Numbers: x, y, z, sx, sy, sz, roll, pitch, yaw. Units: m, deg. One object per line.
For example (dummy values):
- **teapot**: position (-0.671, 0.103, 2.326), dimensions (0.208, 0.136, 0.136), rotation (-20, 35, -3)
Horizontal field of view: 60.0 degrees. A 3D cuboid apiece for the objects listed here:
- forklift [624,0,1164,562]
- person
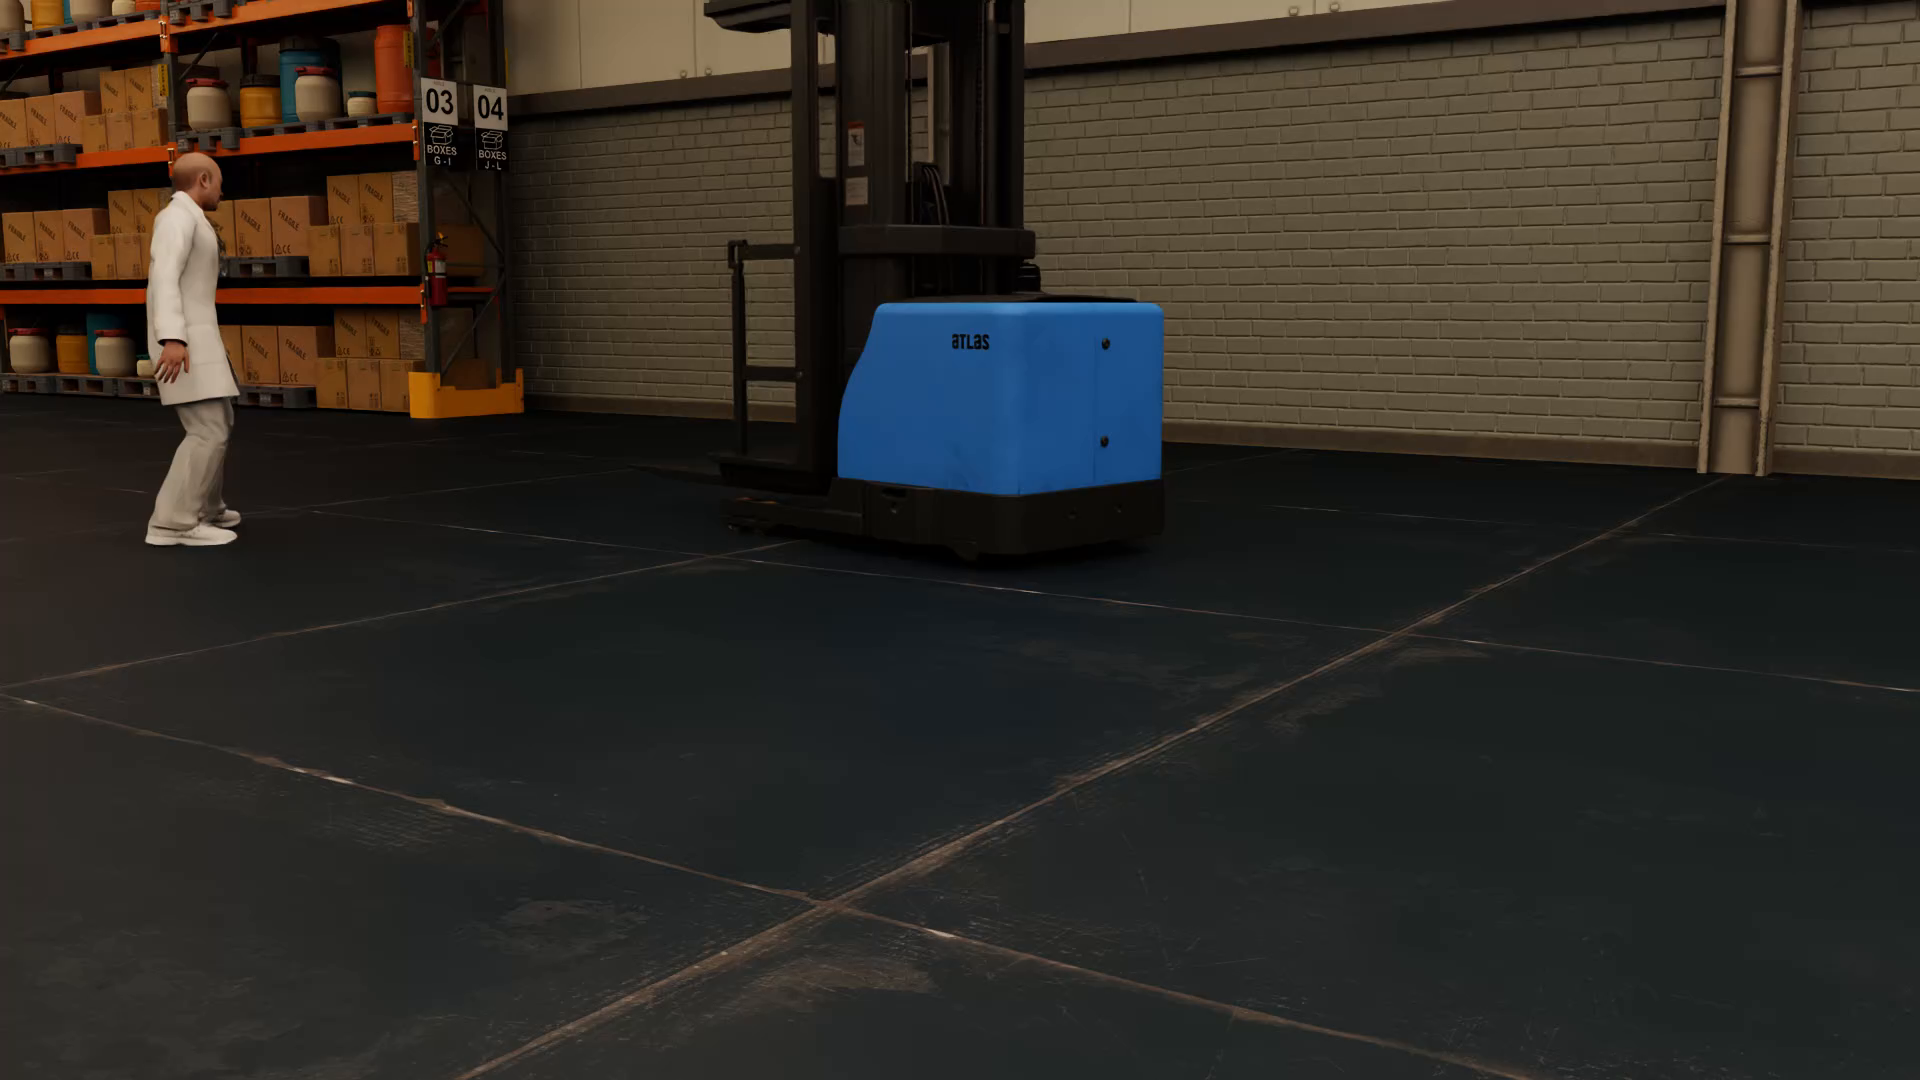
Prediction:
- **forklift**: position (-0.494, -1.516, 7.853), dimensions (1.130, 2.935, 3.031), rotation (-8, 11, -44)
- **person**: position (-3.484, -0.858, 7.495), dimensions (0.448, 1.748, 0.914), rotation (-4, 9, -27)
